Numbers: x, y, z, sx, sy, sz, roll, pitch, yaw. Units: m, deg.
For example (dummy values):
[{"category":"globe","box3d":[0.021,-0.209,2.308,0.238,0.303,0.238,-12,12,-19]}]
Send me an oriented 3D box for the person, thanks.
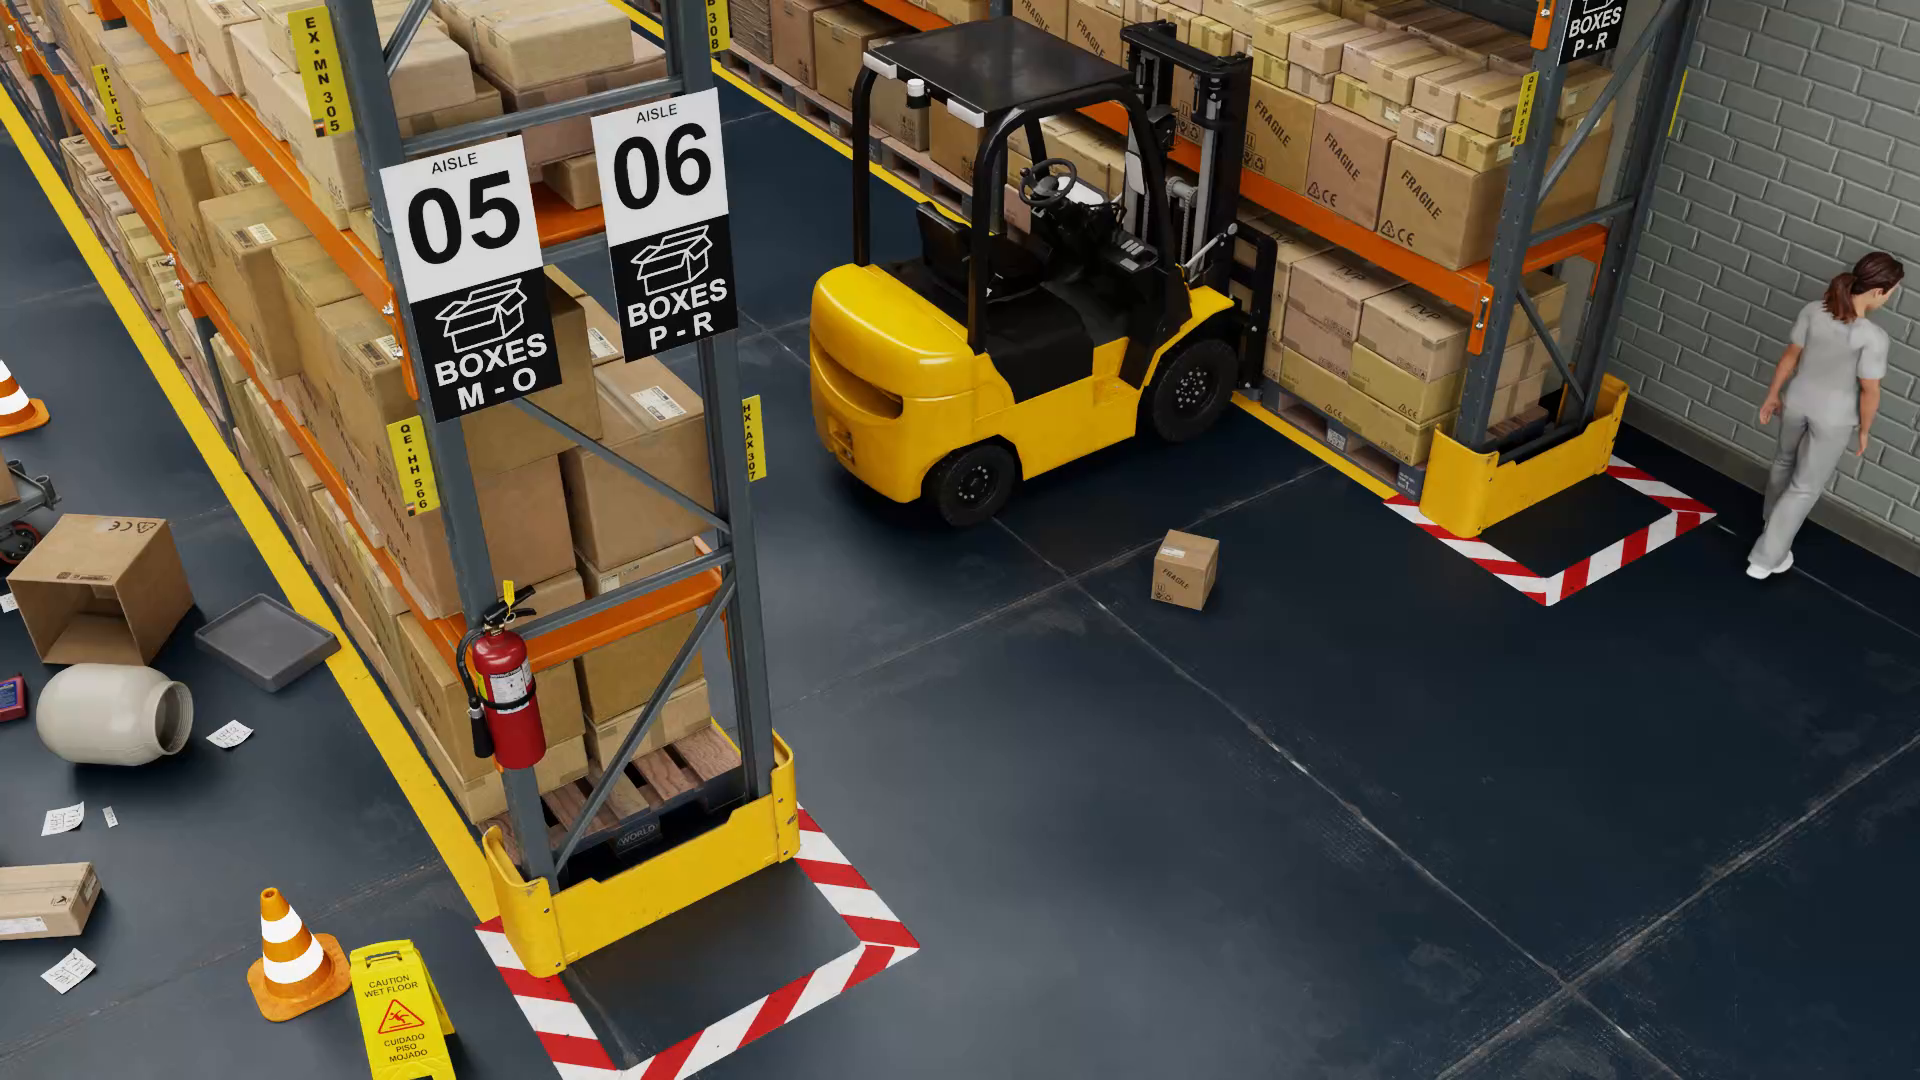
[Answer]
[{"category":"person","box3d":[4.049,-0.624,7.754,0.568,1.587,0.481,-21,41,-26]}]
